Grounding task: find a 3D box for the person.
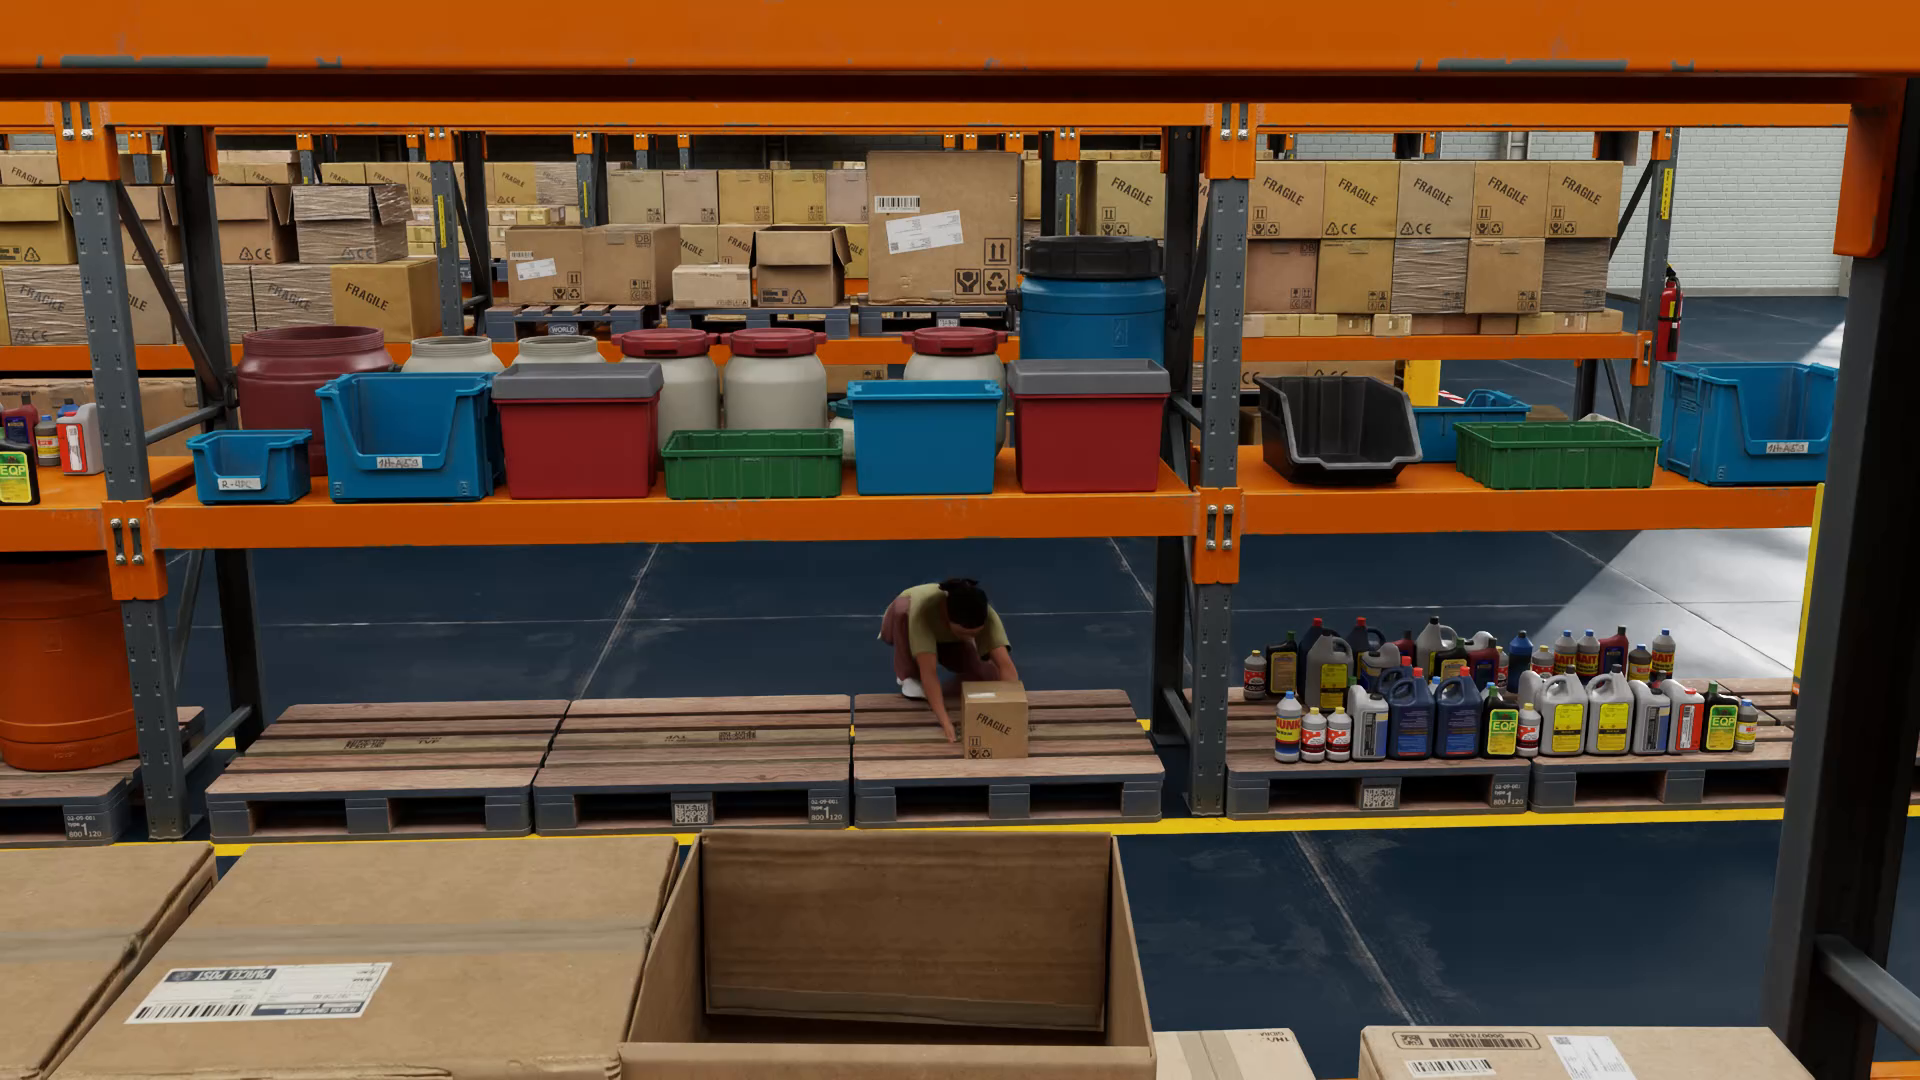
[{"bbox_3d":[-0.041,0.524,7.200,0.469,0.800,1.035,-5,14,-19],"label":"person"}]
